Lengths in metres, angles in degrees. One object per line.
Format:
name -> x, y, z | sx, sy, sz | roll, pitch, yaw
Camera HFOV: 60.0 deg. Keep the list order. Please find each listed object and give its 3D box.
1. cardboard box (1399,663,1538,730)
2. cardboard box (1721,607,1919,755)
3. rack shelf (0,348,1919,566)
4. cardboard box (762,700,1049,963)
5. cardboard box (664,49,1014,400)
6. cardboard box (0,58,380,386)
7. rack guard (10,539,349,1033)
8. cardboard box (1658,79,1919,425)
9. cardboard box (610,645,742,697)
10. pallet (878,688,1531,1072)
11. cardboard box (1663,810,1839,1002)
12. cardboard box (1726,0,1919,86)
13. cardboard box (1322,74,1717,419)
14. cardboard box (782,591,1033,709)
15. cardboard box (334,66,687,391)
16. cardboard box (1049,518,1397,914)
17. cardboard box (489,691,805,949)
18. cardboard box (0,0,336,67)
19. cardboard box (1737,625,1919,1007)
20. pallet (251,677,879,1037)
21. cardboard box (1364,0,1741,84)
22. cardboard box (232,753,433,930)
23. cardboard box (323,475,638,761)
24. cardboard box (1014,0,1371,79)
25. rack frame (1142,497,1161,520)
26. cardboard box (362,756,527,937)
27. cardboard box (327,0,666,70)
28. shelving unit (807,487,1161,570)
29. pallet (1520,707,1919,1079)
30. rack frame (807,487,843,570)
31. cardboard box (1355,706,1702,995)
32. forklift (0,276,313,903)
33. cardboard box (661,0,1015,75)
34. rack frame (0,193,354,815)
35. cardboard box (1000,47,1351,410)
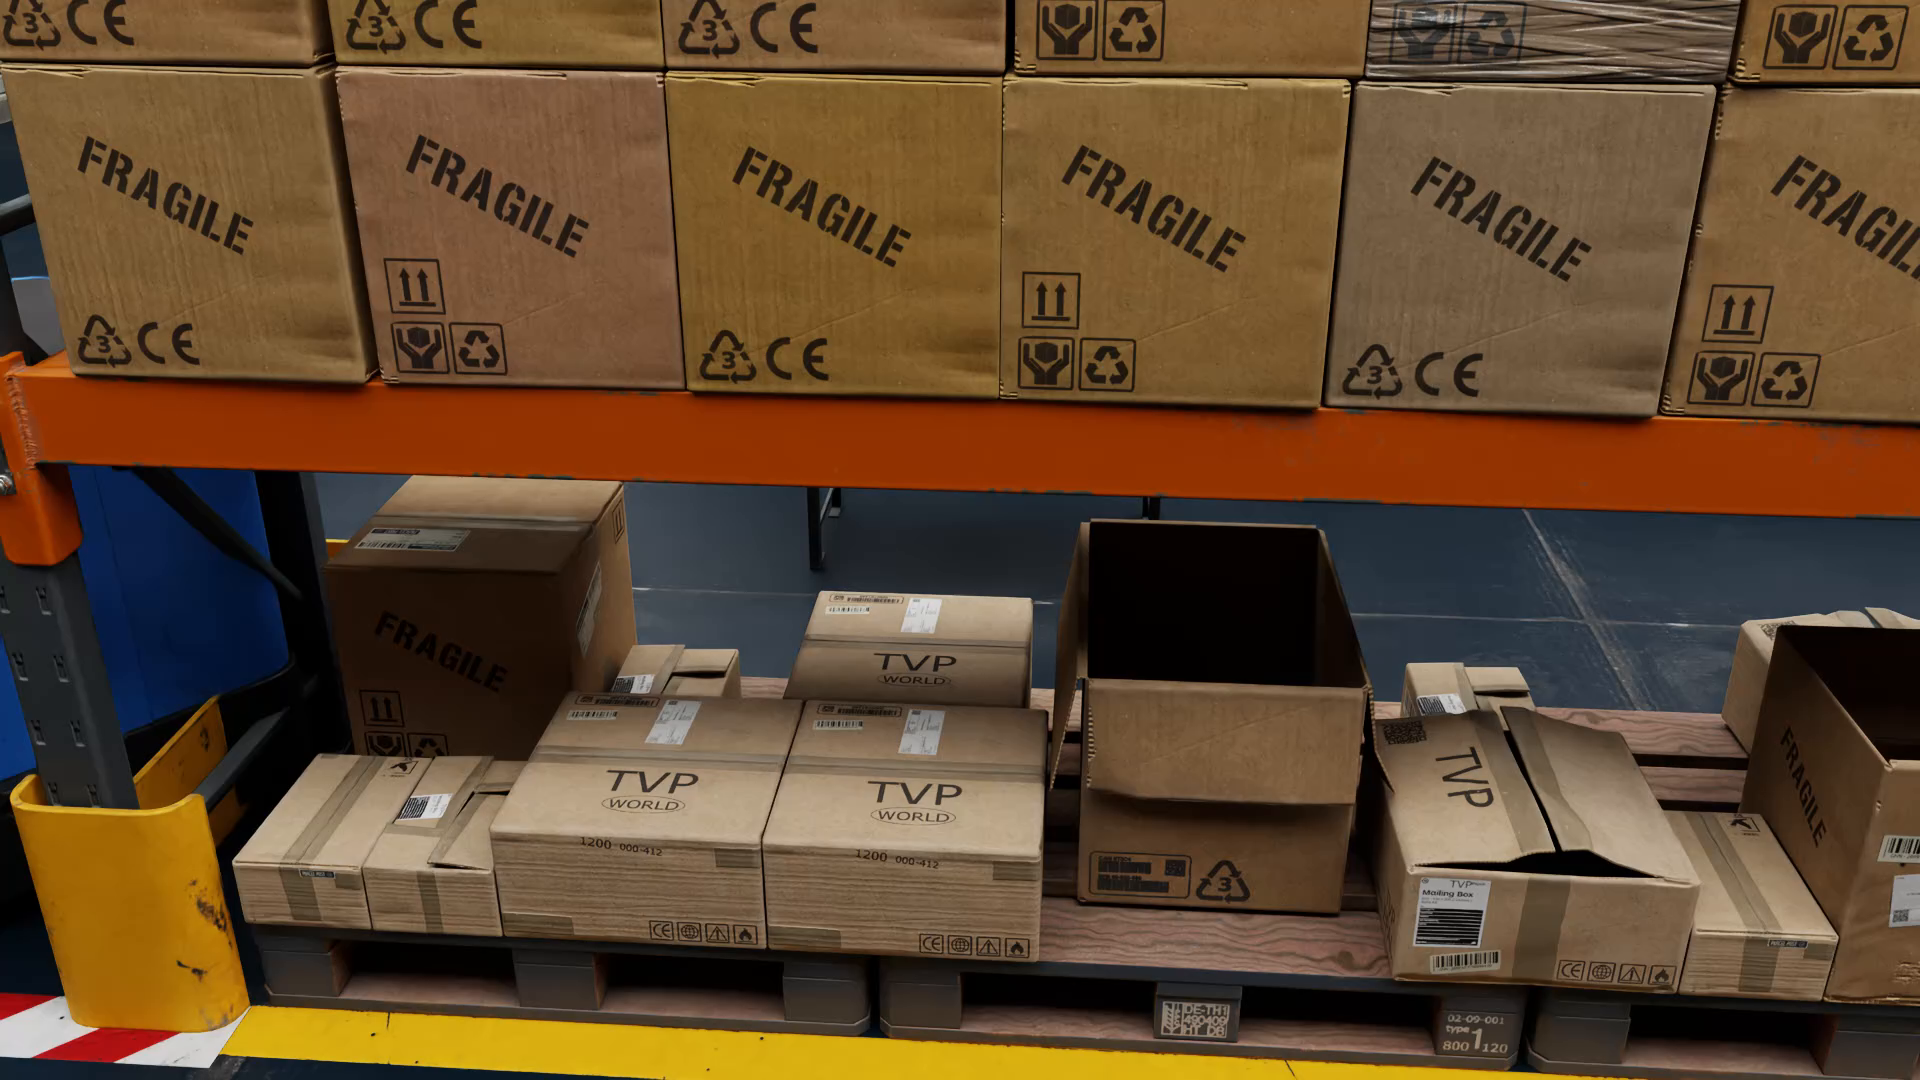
cardboard box -> 1.118, 0.422, 3.607 | 0.250, 0.166, 0.380 | 2, 25, 4
cardboard box -> 1.982, 0.380, 3.526 | 0.500, 0.311, 0.500 | 2, 25, 4
rack shelf -> 0.389, -0.275, 3.120 | 4.000, 0.370, 1.077 | 2, 25, 4
cardboard box -> -0.087, 0.551, 3.227 | 0.500, 0.250, 0.500 | 2, 25, 4
cardboard box -> -0.167, -0.556, 2.750 | 0.500, 0.500, 0.500 | 2, 25, 4
cardboard box -> -1.182, -0.587, 2.818 | 0.500, 0.500, 0.500 | 2, 25, 5
rack guard -> -1.529, 0.472, 3.626 | 0.348, 0.500, 1.175 | 2, 25, 4
cardboard box -> 1.351, -0.508, 2.647 | 0.500, 0.500, 0.500 | 3, 25, 5
cardboard box -> -0.647, 0.387, 3.685 | 0.250, 0.166, 0.380 | 2, 25, 4
pallet -> 0.479, 0.669, 3.545 | 1.213, 0.211, 1.003 | 2, 25, 4
cardboard box -> 1.415, 0.670, 3.089 | 0.250, 0.149, 0.380 | 2, 25, 4
cardboard box -> 1.349, -0.961, 2.435 | 0.500, 0.500, 0.500 | 1, 25, 3
cardboard box -> 0.839, -0.524, 2.680 | 0.500, 0.500, 0.500 | 2, 25, 5
cardboard box -> -0.099, 0.341, 3.684 | 0.500, 0.250, 0.500 | 2, 25, 4
cardboard box -> -0.668, -0.573, 2.787 | 0.500, 0.500, 0.500 | 2, 25, 3
cardboard box -> 0.510, 0.338, 3.386 | 0.637, 0.503, 0.797 | 2, 25, 4
cardboard box -> -0.586, 0.535, 3.262 | 0.500, 0.250, 0.500 | 2, 25, 4
cardboard box -> -1.182, -1.041, 2.609 | 0.500, 0.500, 0.500 | 3, 25, 6
cardboard box -> 1.794, 0.498, 3.044 | 0.500, 0.500, 0.500 | 2, 25, 4
pallet -> -0.734, 0.629, 3.632 | 1.213, 0.211, 1.003 | 2, 25, 4
cardboard box -> 0.846, -0.977, 2.470 | 0.500, 0.500, 0.500 | 2, 25, 4
cardboard box -> -1.214, 0.586, 3.272 | 0.250, 0.149, 0.380 | 2, 25, 4
cardboard box -> -1.044, 0.185, 3.725 | 0.500, 0.500, 0.500 | 2, 25, 4
cardboard box -> 0.344, -0.994, 2.506 | 0.500, 0.500, 0.500 | 2, 25, 4
rack frame -> 0.592, -0.662, 4.895 | 0.032, 1.500, 0.500 | 2, 25, 4
cardboard box -> -0.964, 0.586, 3.251 | 0.250, 0.166, 0.380 | 2, 25, 4
cardboard box -> -0.661, -1.028, 2.580 | 0.500, 0.500, 0.500 | 2, 25, 5
shelving unit -> 0.085, -0.679, 4.931 | 1.048, 1.500, 0.538 | 2, 25, 4
pallet -> 1.699, 0.707, 3.462 | 1.213, 0.211, 1.003 | 2, 25, 4
rack frame -> -0.422, -0.695, 4.966 | 0.032, 1.500, 0.500 | 2, 25, 4
cardboard box -> 1.046, 0.560, 3.136 | 0.500, 0.311, 0.500 | 2, 25, 4
forklift -> -2.907, -0.434, 2.687 | 1.130, 2.935, 3.031 | 20, 32, 37
cardboard box -> -0.162, -1.010, 2.540 | 0.500, 0.500, 0.500 | 2, 25, 5
rack frame -> -1.605, -0.666, 3.109 | 0.127, 3.000, 1.000 | 2, 25, 4
cardboard box -> 0.331, -0.539, 2.713 | 0.500, 0.500, 0.500 | 2, 25, 5
